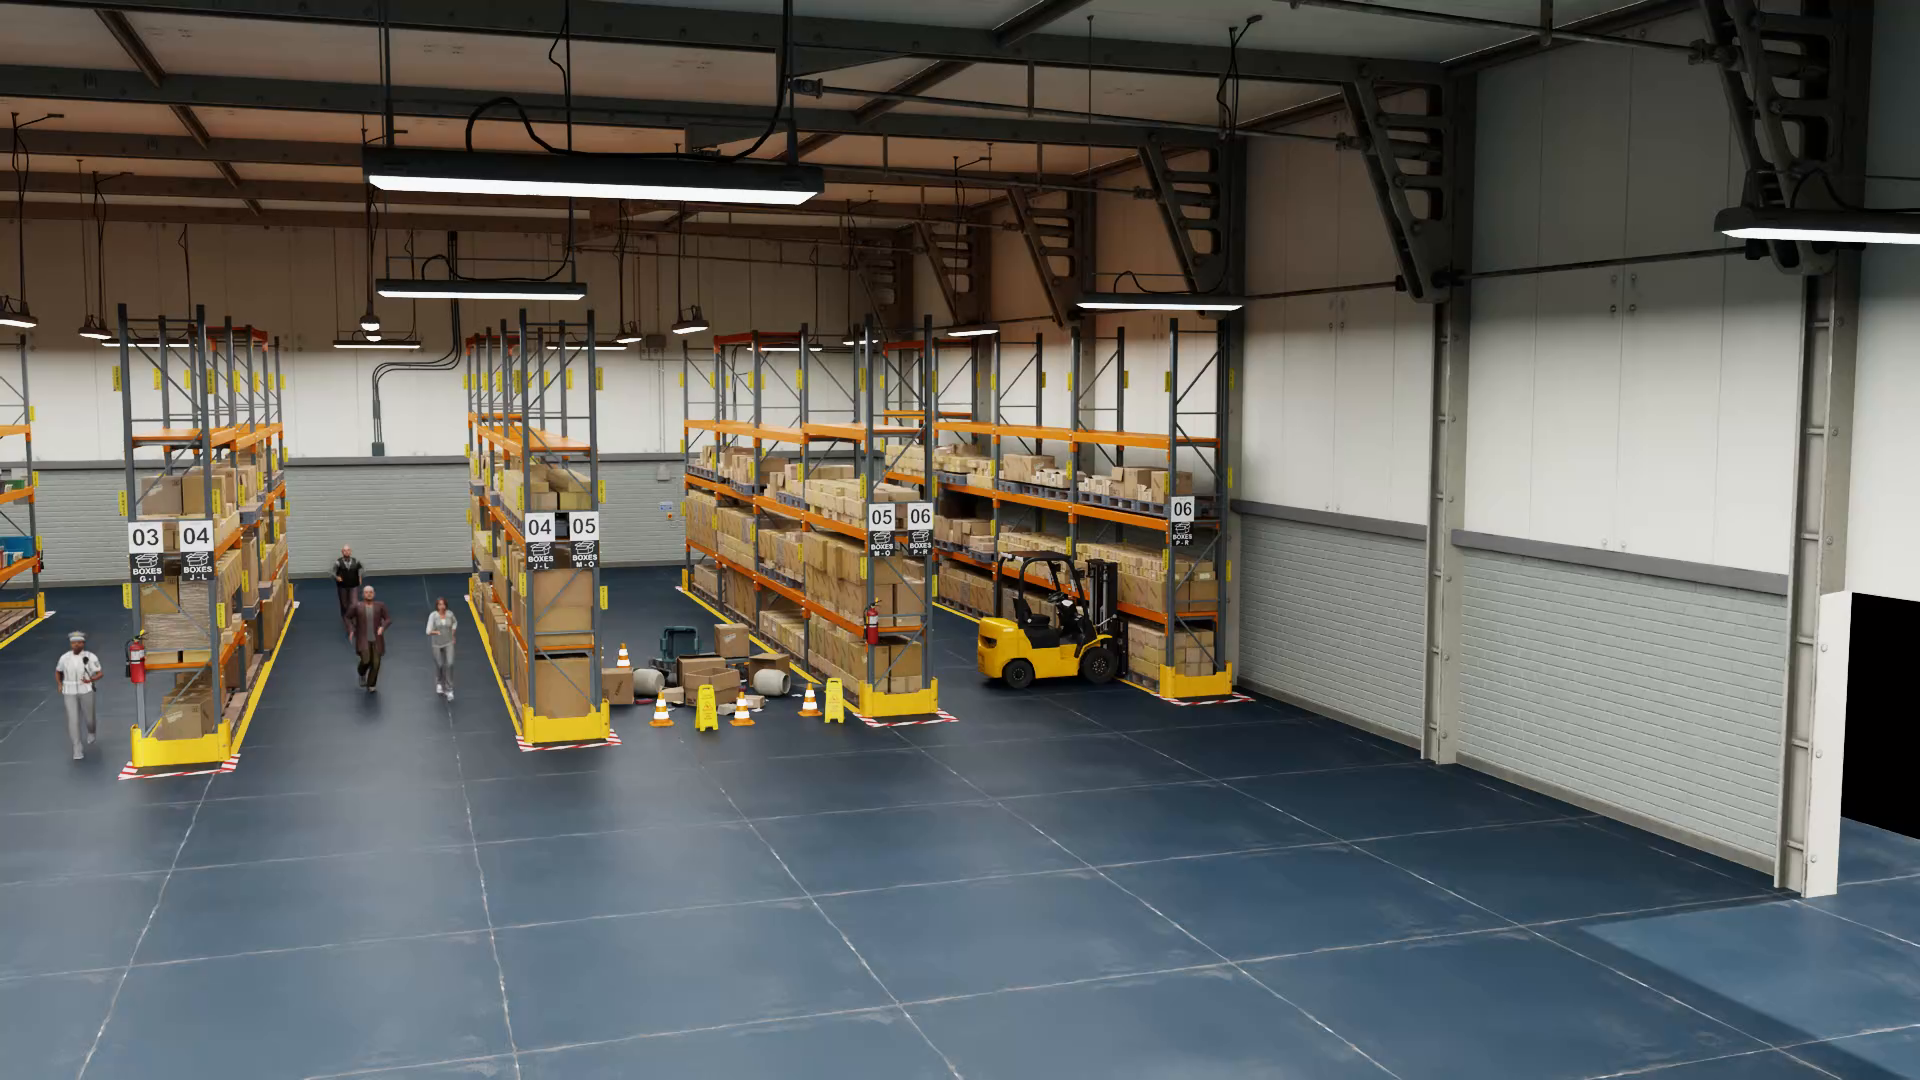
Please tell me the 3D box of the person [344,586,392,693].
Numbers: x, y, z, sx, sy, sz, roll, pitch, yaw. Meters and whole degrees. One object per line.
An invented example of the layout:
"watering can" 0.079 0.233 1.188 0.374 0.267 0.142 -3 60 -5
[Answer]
"person" -9.493 1.610 26.749 0.713 1.737 0.624 -3 6 -28

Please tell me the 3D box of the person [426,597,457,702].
"person" -8.199 1.705 26.342 0.484 1.631 0.793 -2 6 -20

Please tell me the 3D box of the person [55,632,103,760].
"person" -11.819 2.053 22.309 0.588 1.669 0.793 -2 6 -23

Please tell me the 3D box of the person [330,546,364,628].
"person" -12.333 0.977 33.519 0.661 1.726 0.922 -3 6 -25
